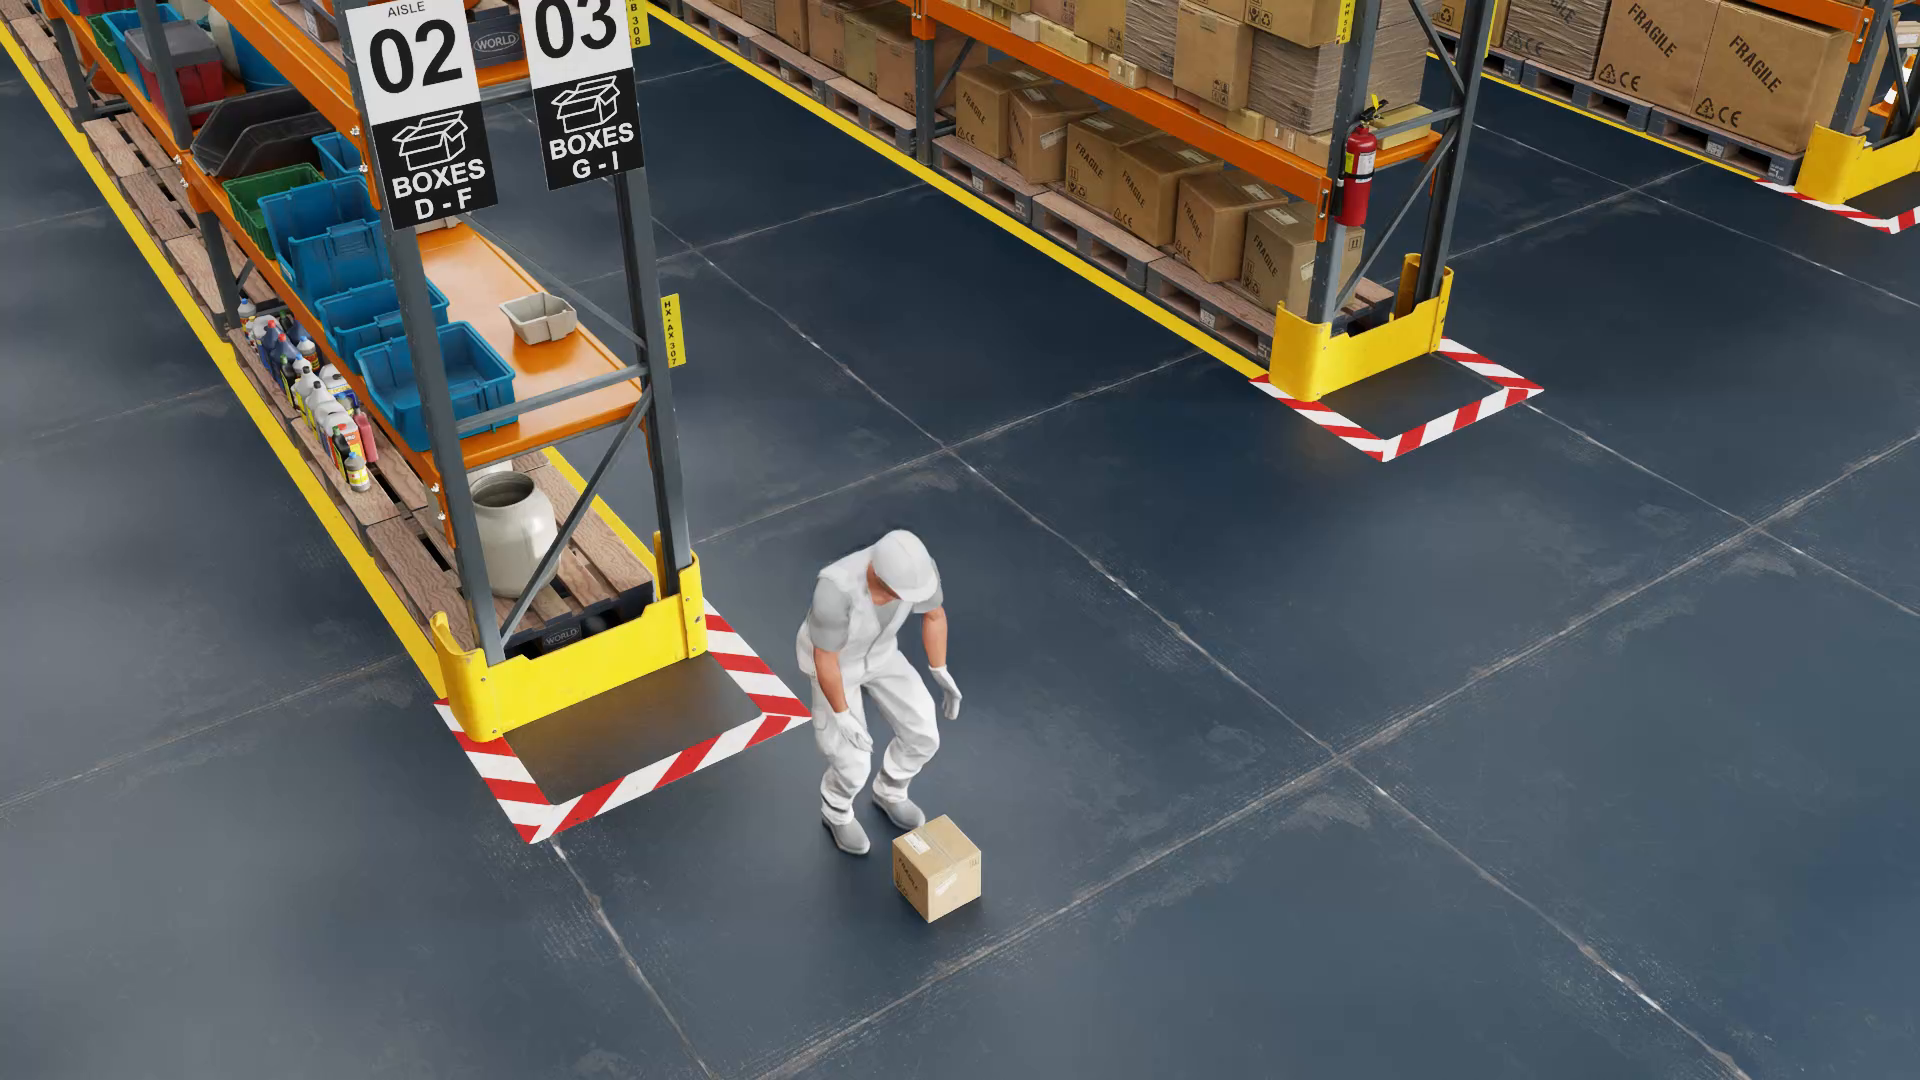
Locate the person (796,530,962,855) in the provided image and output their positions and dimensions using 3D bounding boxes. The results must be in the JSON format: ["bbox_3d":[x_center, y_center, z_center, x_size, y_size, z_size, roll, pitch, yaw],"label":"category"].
[{"bbox_3d":[-0.315,0.533,6.429,0.575,1.580,0.647,-22,41,-27],"label":"person"}]
